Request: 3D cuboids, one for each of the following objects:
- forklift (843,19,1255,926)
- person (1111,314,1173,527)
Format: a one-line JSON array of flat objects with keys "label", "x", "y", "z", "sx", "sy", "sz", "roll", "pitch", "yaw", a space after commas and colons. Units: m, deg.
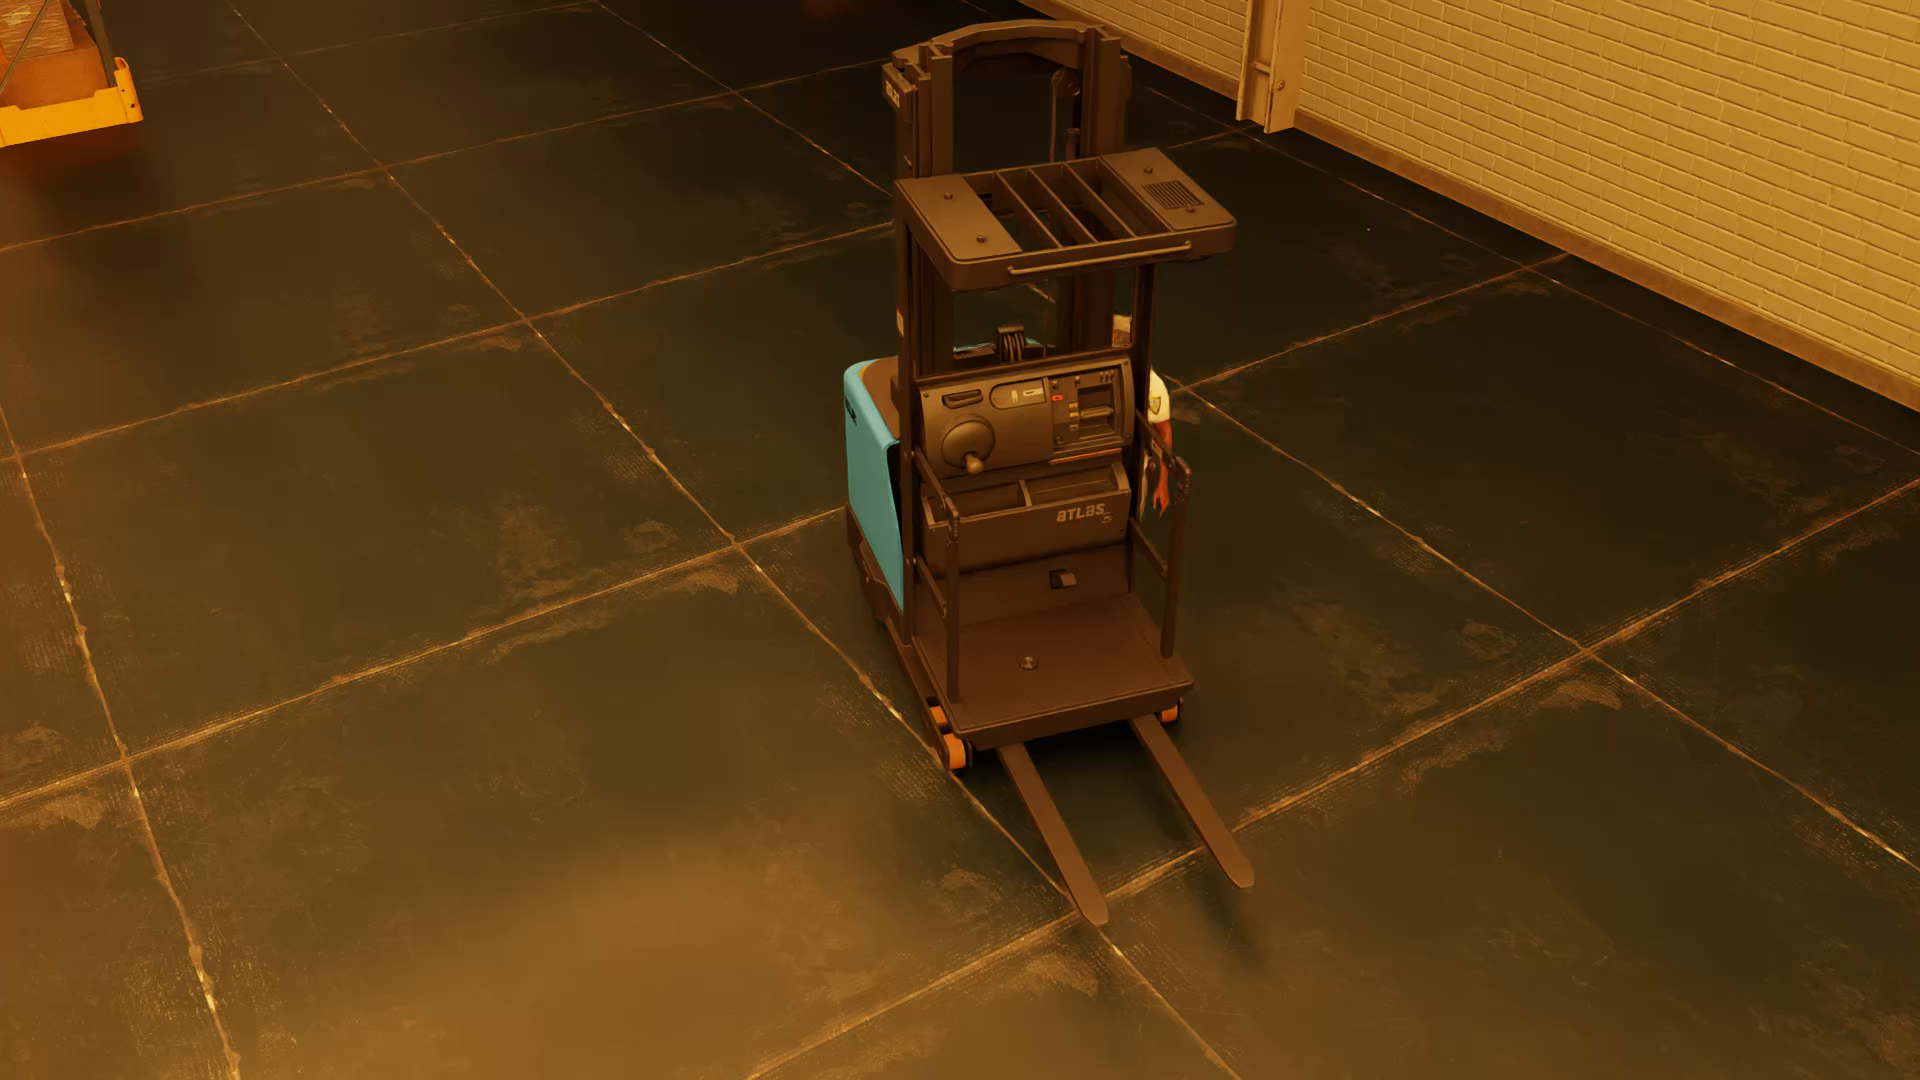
[{"label": "forklift", "x": 0.357, "y": -0.455, "z": 6.795, "sx": 1.130, "sy": 2.935, "sz": 3.031, "roll": -11, "pitch": 36, "yaw": -15}, {"label": "person", "x": 0.609, "y": -0.257, "z": 7.630, "sx": 0.703, "sy": 1.546, "sz": 0.678, "roll": 7, "pitch": 36, "yaw": 10}]
